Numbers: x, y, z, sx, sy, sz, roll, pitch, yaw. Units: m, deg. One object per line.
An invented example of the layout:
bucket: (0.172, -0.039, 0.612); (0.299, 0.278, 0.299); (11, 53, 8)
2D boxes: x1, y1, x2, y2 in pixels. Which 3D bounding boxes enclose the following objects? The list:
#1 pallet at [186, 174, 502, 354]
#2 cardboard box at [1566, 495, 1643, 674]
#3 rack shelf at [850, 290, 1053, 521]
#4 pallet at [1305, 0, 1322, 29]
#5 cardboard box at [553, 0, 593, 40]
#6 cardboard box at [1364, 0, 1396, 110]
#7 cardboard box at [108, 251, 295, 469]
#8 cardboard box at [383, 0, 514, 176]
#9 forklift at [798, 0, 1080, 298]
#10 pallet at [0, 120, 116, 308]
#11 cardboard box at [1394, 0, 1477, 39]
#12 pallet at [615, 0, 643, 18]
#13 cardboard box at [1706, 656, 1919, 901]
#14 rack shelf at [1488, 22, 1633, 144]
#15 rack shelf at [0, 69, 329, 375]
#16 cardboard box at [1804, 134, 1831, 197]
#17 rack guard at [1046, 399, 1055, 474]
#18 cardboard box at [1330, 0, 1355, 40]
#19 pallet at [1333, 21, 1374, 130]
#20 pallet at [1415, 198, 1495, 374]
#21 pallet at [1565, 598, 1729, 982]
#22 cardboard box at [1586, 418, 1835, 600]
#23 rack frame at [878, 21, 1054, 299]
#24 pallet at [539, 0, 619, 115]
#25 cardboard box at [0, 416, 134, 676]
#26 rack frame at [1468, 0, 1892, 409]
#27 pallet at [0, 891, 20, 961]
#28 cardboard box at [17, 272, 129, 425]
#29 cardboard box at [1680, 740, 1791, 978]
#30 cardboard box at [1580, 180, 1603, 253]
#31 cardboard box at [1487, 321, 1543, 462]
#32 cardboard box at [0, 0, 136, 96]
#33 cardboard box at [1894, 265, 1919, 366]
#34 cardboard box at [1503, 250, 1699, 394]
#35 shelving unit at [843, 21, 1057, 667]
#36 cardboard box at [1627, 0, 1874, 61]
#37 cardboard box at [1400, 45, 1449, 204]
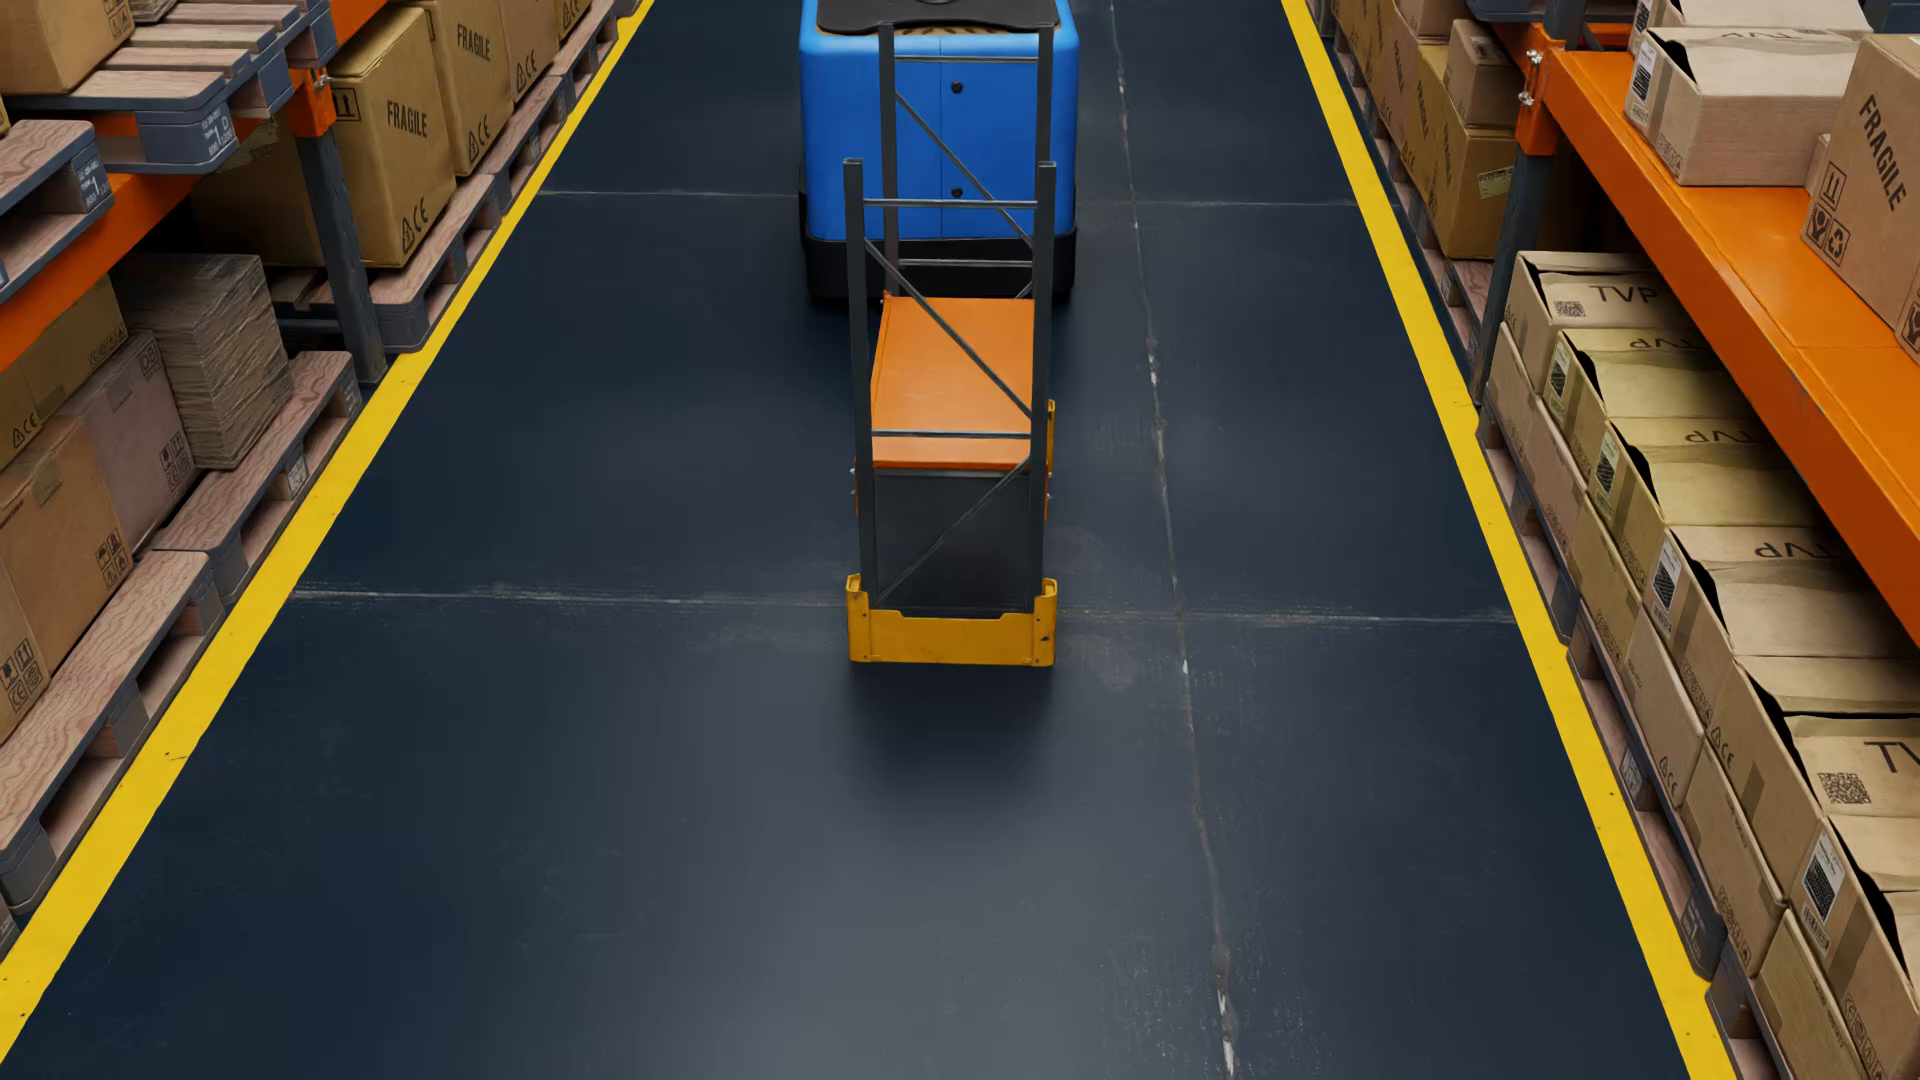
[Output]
pallet: (-2.507, -1.143, 6.692); (1.003, 0.211, 1.213); (1, 35, 2)
cardboard box: (1.987, 0.115, 4.504); (0.500, 0.250, 0.500); (0, 35, 1)
rack shelf: (-0.003, -0.417, 4.852); (0.538, 0.185, 1.000); (1, 35, 2)
pallet: (2.525, -3.272, 9.722); (1.003, 0.211, 1.213); (1, 35, 2)
cardboard box: (-2.350, -3.046, 8.480); (0.750, 0.750, 0.750); (2, 35, 2)
cardboard box: (2.195, -2.310, 7.719); (0.500, 0.500, 0.500); (2, 35, 2)
cardboard box: (-2.591, -0.575, 5.250); (0.700, 0.500, 0.500); (2, 35, 3)
cardboard box: (-2.412, -2.047, 7.059); (0.750, 0.750, 0.750); (1, 35, 2)
forklift: (-0.136, -2.959, 6.912); (1.130, 2.935, 3.031); (-1, 35, -2)
pallet: (-2.653, -0.616, 3.684); (1.003, 0.211, 1.213); (1, 35, 2)
cardboard box: (2.174, -2.347, 7.120); (0.500, 0.250, 0.500); (1, 35, 1)
pallet: (-2.345, -3.425, 9.939); (1.003, 0.211, 1.213); (1, 35, 2)
cardboard box: (1.942, 0.477, 3.501); (0.500, 0.311, 0.500); (1, 35, 2)
rack shelf: (2.416, -2.575, 6.931); (1.077, 0.370, 4.000); (1, 35, 2)
rack shelf: (-2.695, -0.389, 3.820); (1.077, 0.370, 4.000); (1, 35, 2)
cardboard box: (2.341, -0.883, 4.117); (0.380, 0.149, 0.250); (4, 35, 5)
rack guard: (0.017, -0.345, 5.523); (0.587, 0.250, 0.087); (1, 35, 2)
cardboard box: (2.233, -2.903, 8.564); (0.500, 0.500, 0.500); (0, 35, 0)
pallet: (2.501, -2.409, 8.494); (1.003, 0.211, 1.213); (1, 35, 2)
pallet: (2.403, -1.007, 6.500); (1.003, 0.211, 1.213); (1, 35, 2)
pallet: (2.212, 0.592, 4.224); (1.003, 0.211, 1.213); (1, 35, 2)
cardboard box: (1.986, -0.107, 4.332); (0.500, 0.311, 0.500); (0, 35, 1)
rack frame: (0.017, -0.857, 5.165); (0.500, 1.500, 0.032); (1, 35, 2)
pallet: (-2.409, -2.545, 8.687); (1.003, 0.211, 1.213); (1, 35, 2)
cardboard box: (-2.720, 0.005, 4.426); (0.700, 0.500, 0.500); (1, 35, 2)
rack frame: (2.336, -1.720, 5.089); (1.000, 3.000, 0.127); (1, 35, 2)
pallet: (-2.745, 1.159, 3.417); (1.003, 0.211, 1.213); (1, 35, 2)
cardboard box: (-2.677, -0.556, 4.571); (0.500, 0.250, 0.500); (2, 35, 3)
cardboard box: (1.944, 0.702, 3.669); (0.500, 0.250, 0.500); (2, 35, 3)
cardboard box: (2.655, -1.433, 6.472); (0.500, 0.500, 0.500); (0, 35, 0)
cardboard box: (2.021, -0.473, 5.340); (0.500, 0.250, 0.500); (1, 35, 2)
cardboard box: (-2.618, -1.461, 4.251); (0.700, 0.500, 0.500); (-2, 35, -3)
cardboard box: (2.263, -0.494, 3.257); (0.500, 0.500, 0.500); (1, 35, 2)
cardboard box: (2.021, -0.702, 5.179); (0.500, 0.311, 0.500); (2, 35, 3)
shelving unit: (-0.003, -0.570, 4.756); (0.587, 1.500, 1.083); (1, 35, 2)
cardboard box: (2.277, -1.476, 4.818); (0.500, 0.311, 0.500); (3, 35, 5)
cardboard box: (2.160, -1.717, 6.876); (0.500, 0.500, 0.500); (0, 35, 0)
